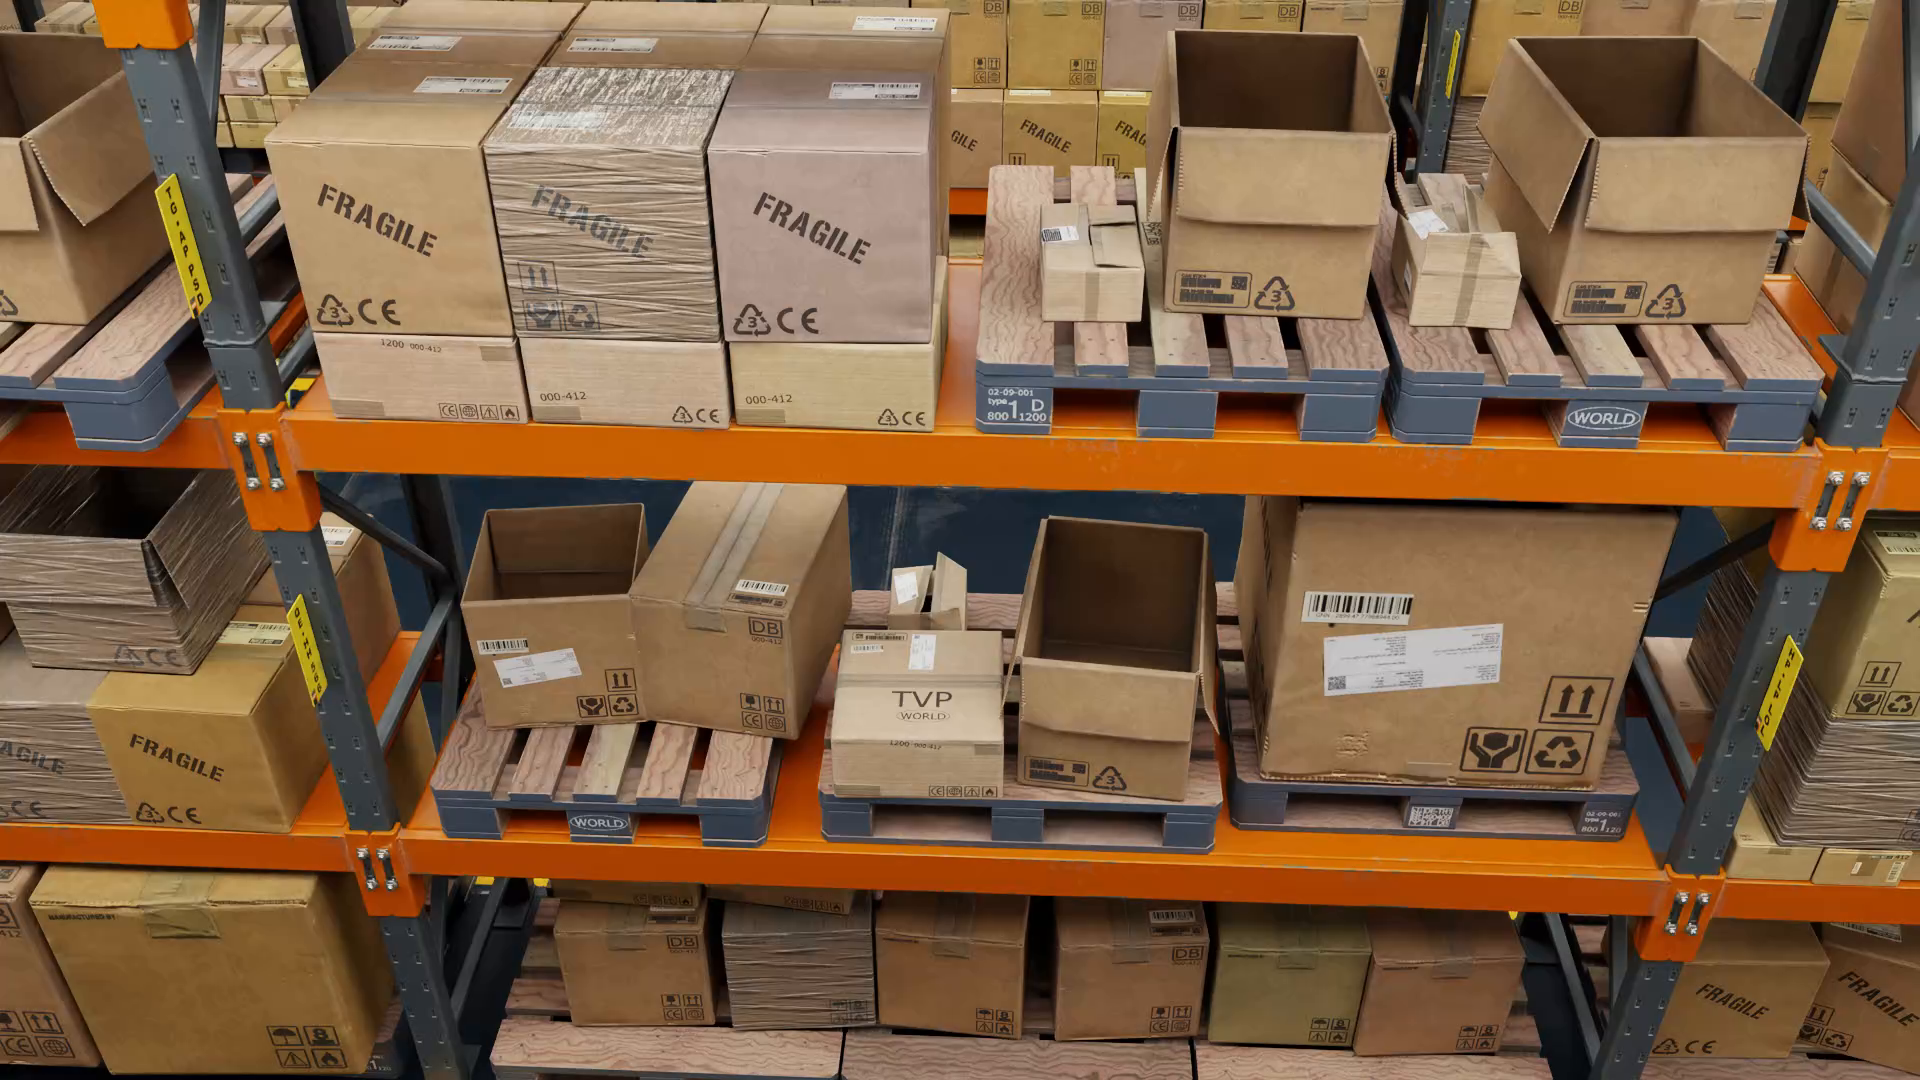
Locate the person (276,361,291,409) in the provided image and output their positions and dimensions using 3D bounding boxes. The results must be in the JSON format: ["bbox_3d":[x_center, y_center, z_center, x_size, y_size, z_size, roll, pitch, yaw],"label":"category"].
[{"bbox_3d":[-3.149,-0.198,7.397,0.649,1.822,0.625,9,37,13],"label":"person"}]
